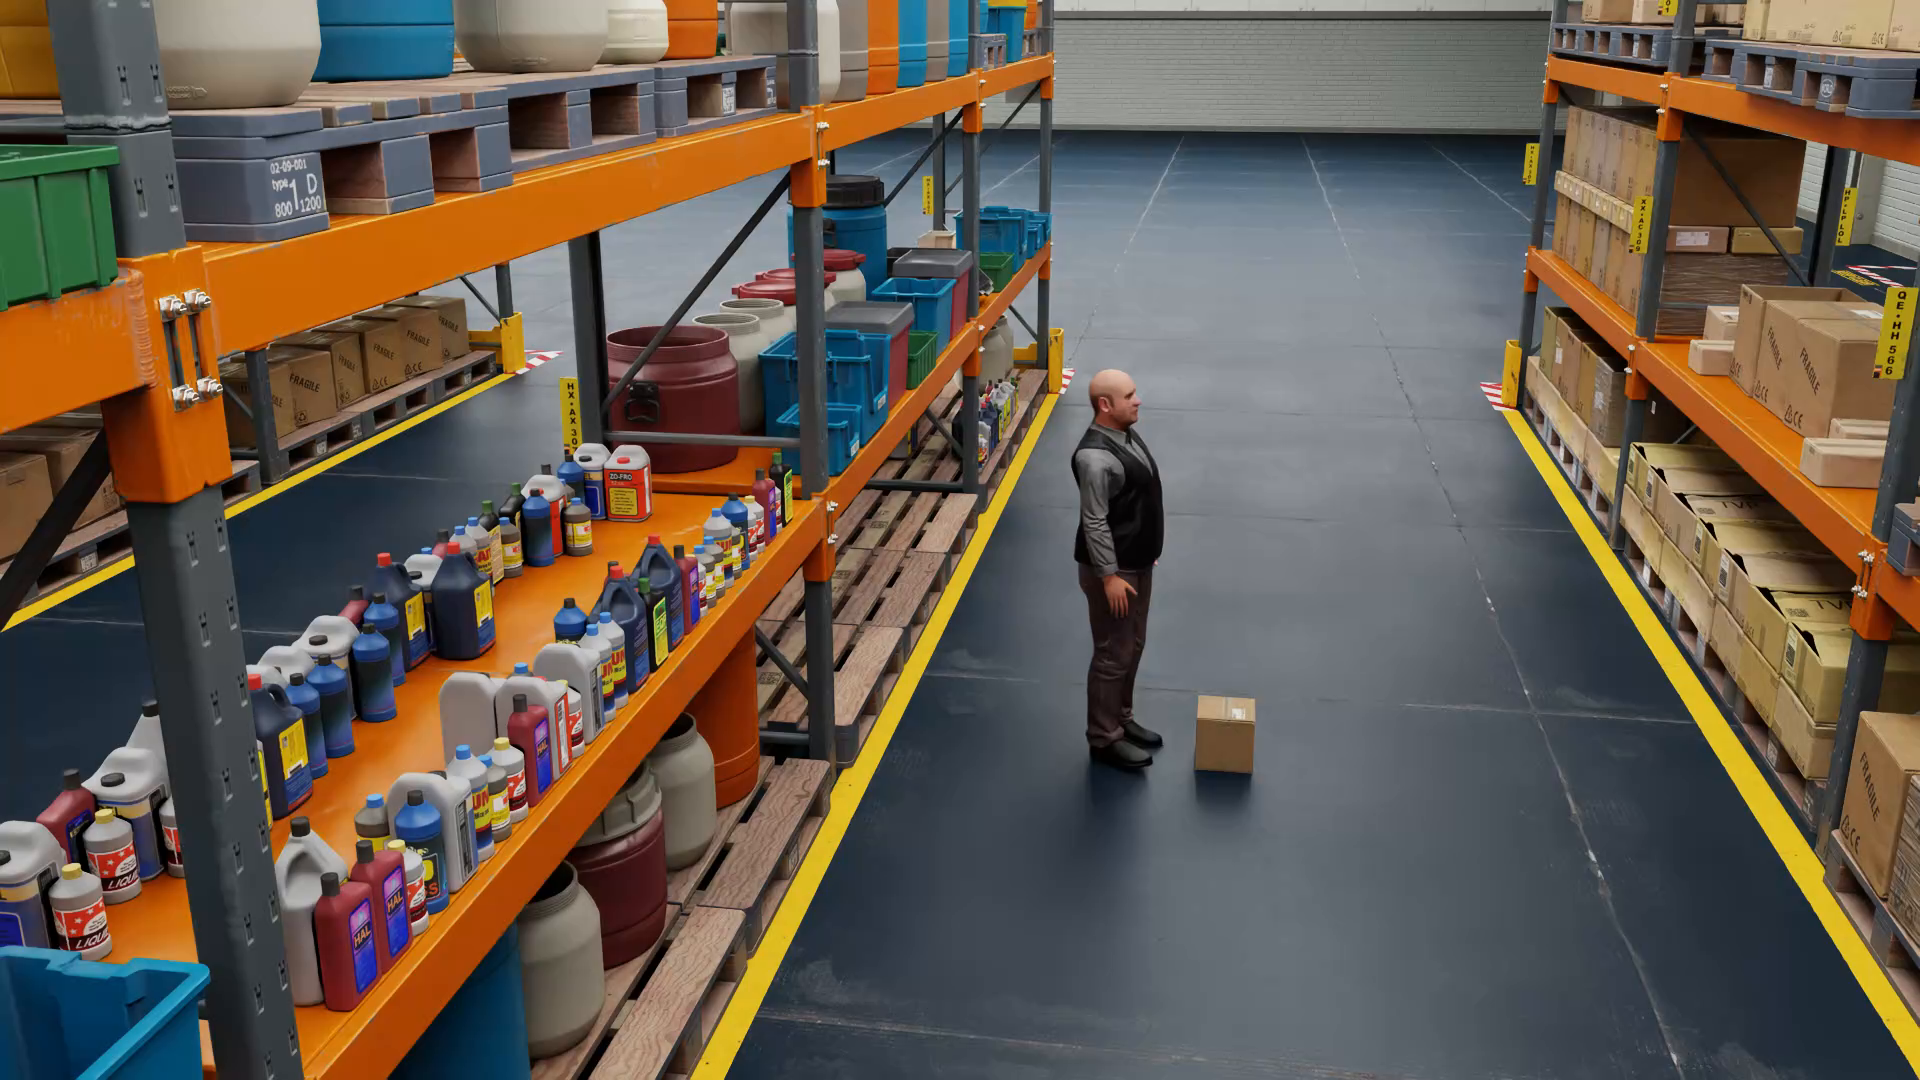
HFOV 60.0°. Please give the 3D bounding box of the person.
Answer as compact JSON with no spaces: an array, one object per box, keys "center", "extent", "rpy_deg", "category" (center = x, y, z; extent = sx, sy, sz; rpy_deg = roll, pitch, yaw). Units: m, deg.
[{"center":[0.692,0.130,7.157],"extent":[0.401,1.749,0.563],"rpy_deg":[7,19,21],"category":"person"}]
